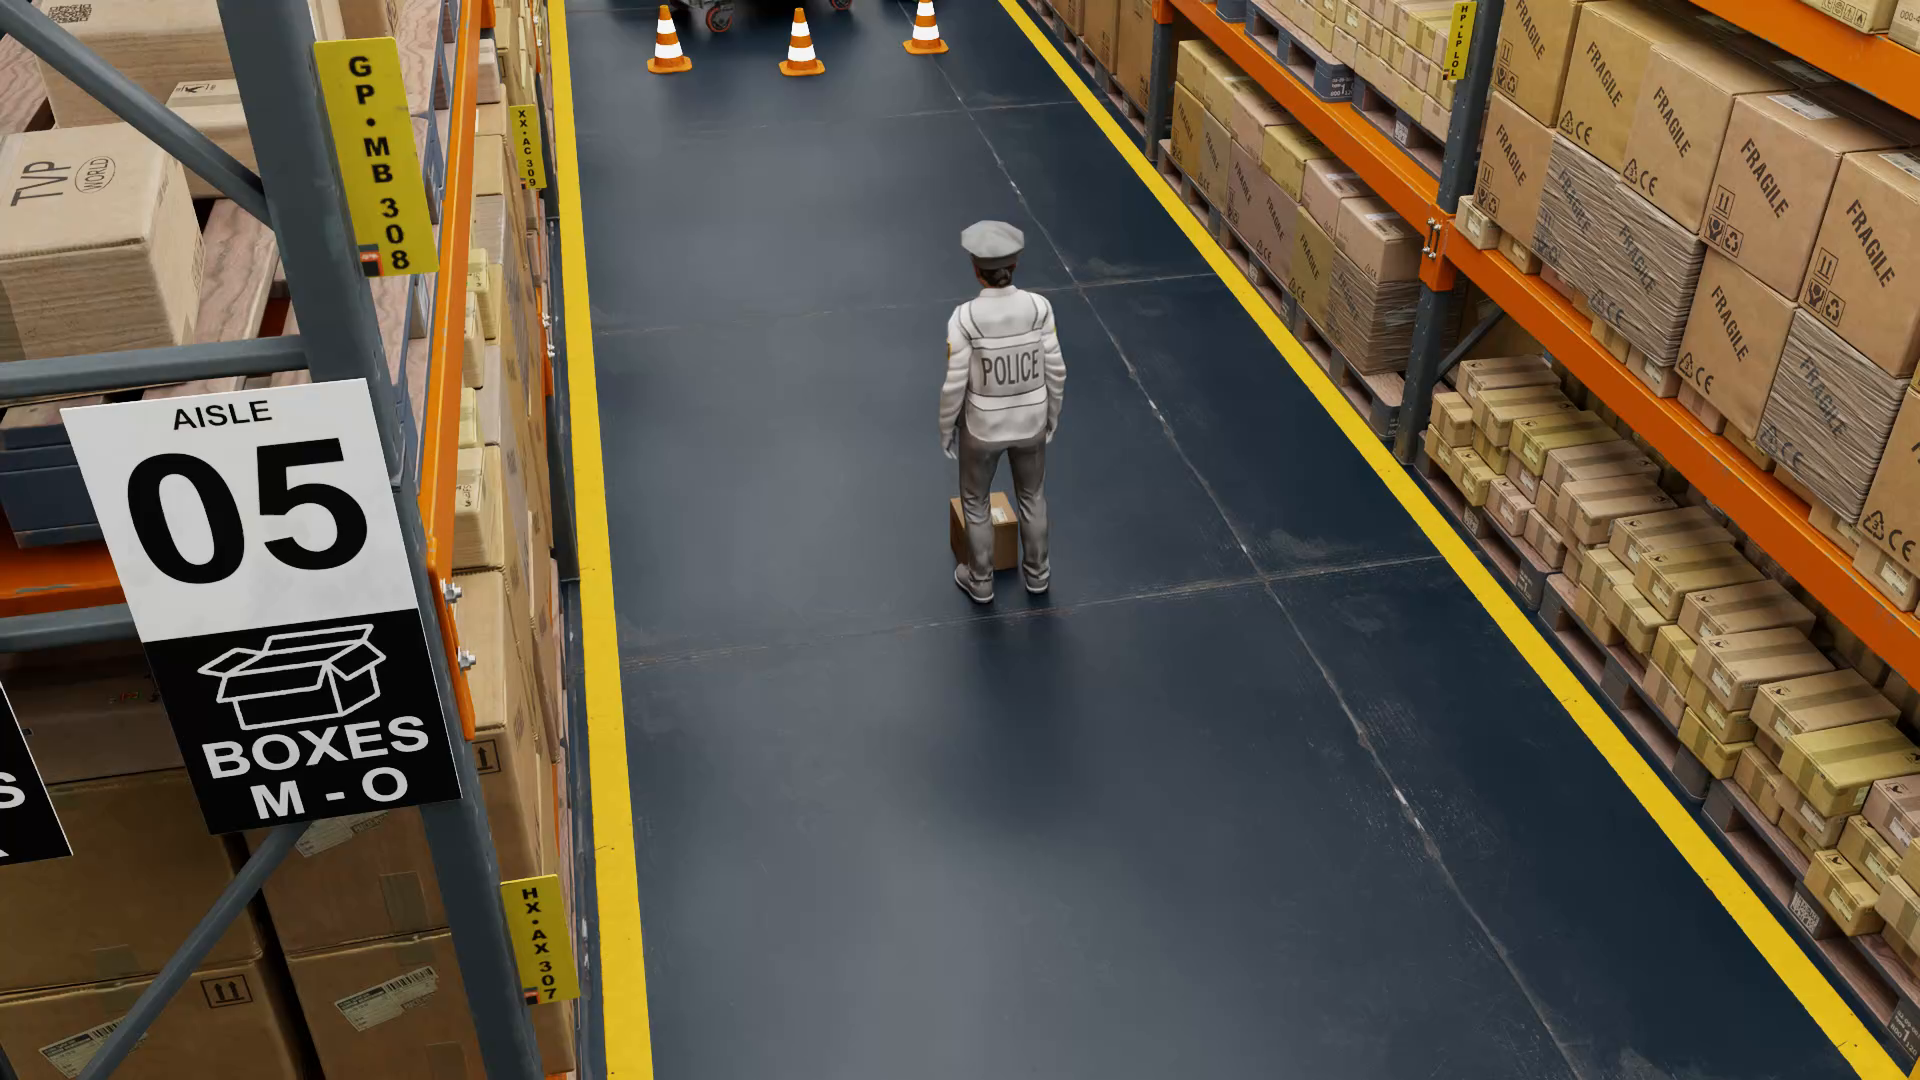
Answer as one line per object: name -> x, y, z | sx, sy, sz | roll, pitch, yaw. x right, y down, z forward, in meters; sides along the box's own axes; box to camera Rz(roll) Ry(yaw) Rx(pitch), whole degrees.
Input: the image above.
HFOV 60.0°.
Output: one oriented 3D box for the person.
person -> 0.165, -0.478, 6.836 | 0.531, 1.661, 0.375 | -9, 36, -13
